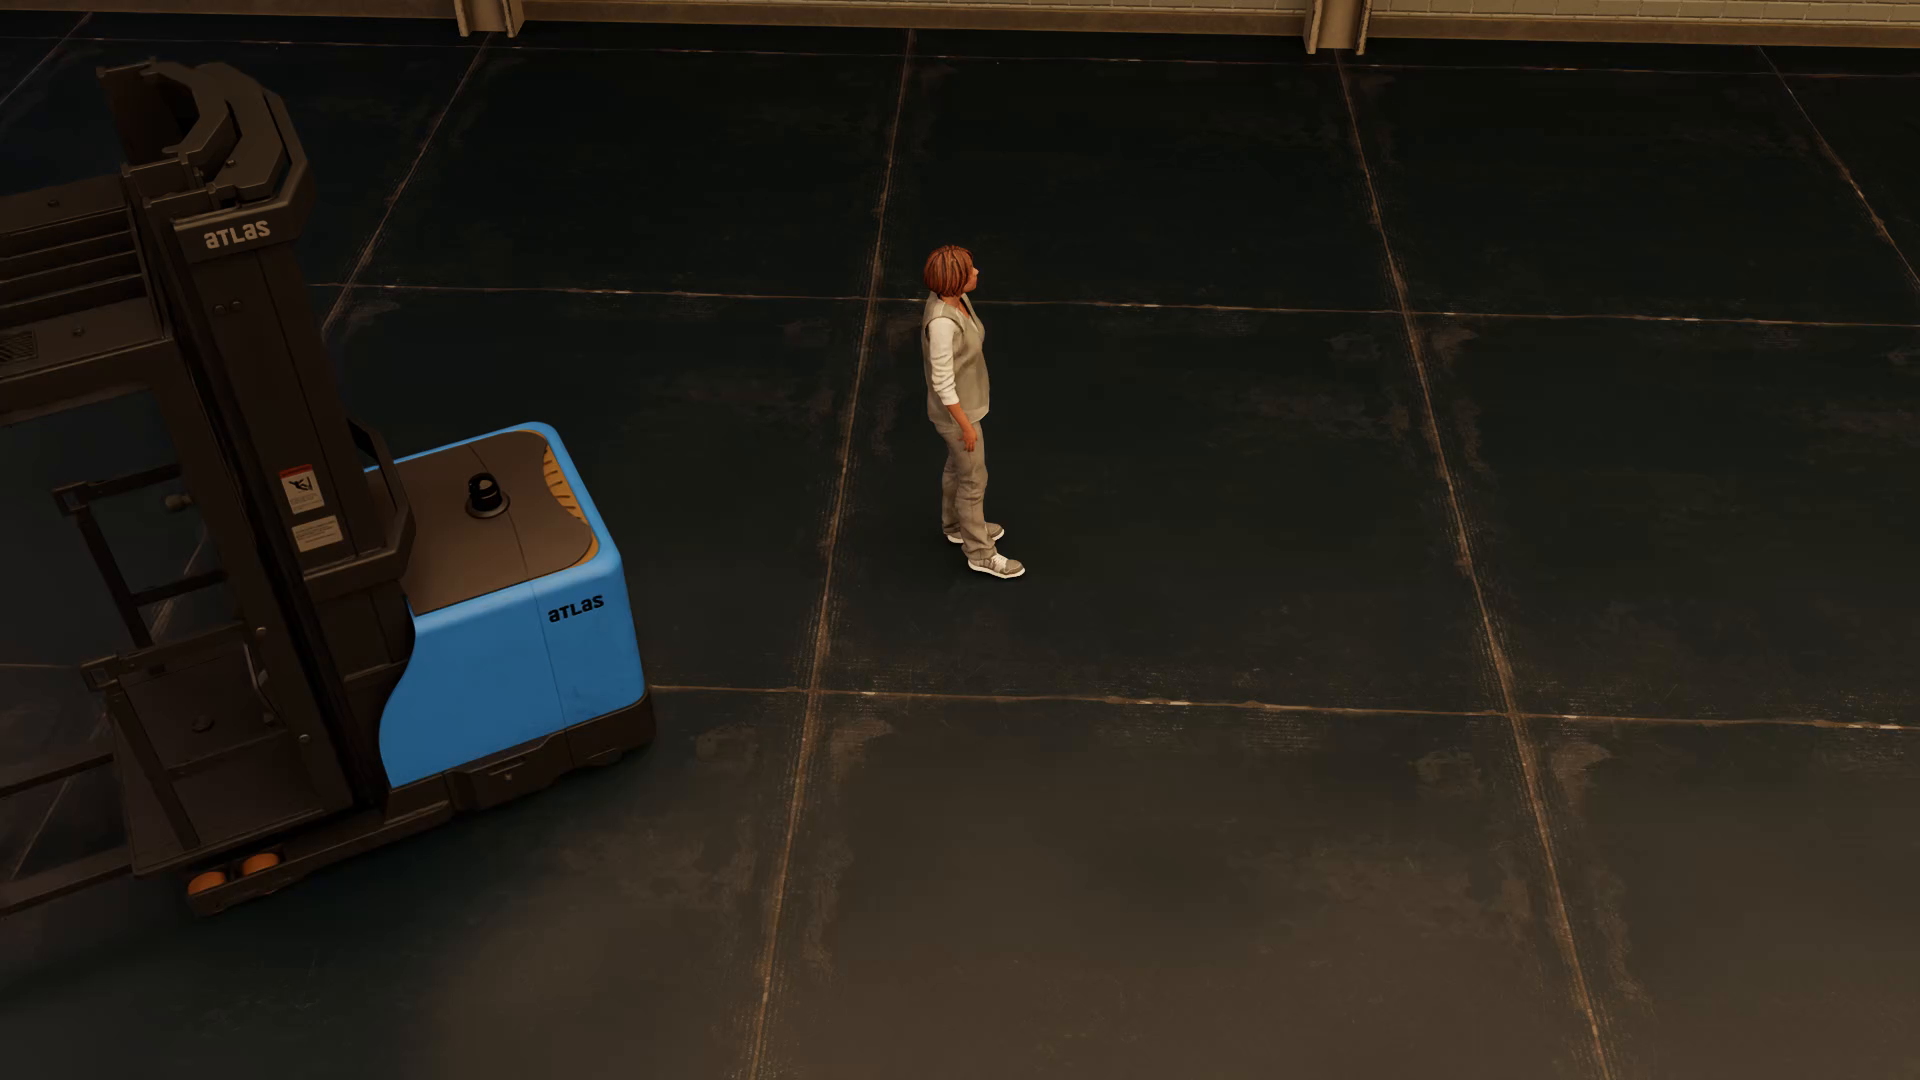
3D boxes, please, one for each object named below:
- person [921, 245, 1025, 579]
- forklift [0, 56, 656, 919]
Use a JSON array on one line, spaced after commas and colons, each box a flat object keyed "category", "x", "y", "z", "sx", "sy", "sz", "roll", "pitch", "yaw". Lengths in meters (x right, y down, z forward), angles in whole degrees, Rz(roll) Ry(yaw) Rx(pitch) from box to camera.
[{"category": "person", "x": 0.074, "y": -0.584, "z": 7.360, "sx": 0.473, "sy": 1.599, "sz": 0.521, "roll": 2, "pitch": 42, "yaw": 2}, {"category": "forklift", "x": -2.823, "y": -0.065, "z": 5.813, "sx": 3.031, "sy": 2.935, "sz": 1.130, "roll": -19, "pitch": 46, "yaw": -19}]
